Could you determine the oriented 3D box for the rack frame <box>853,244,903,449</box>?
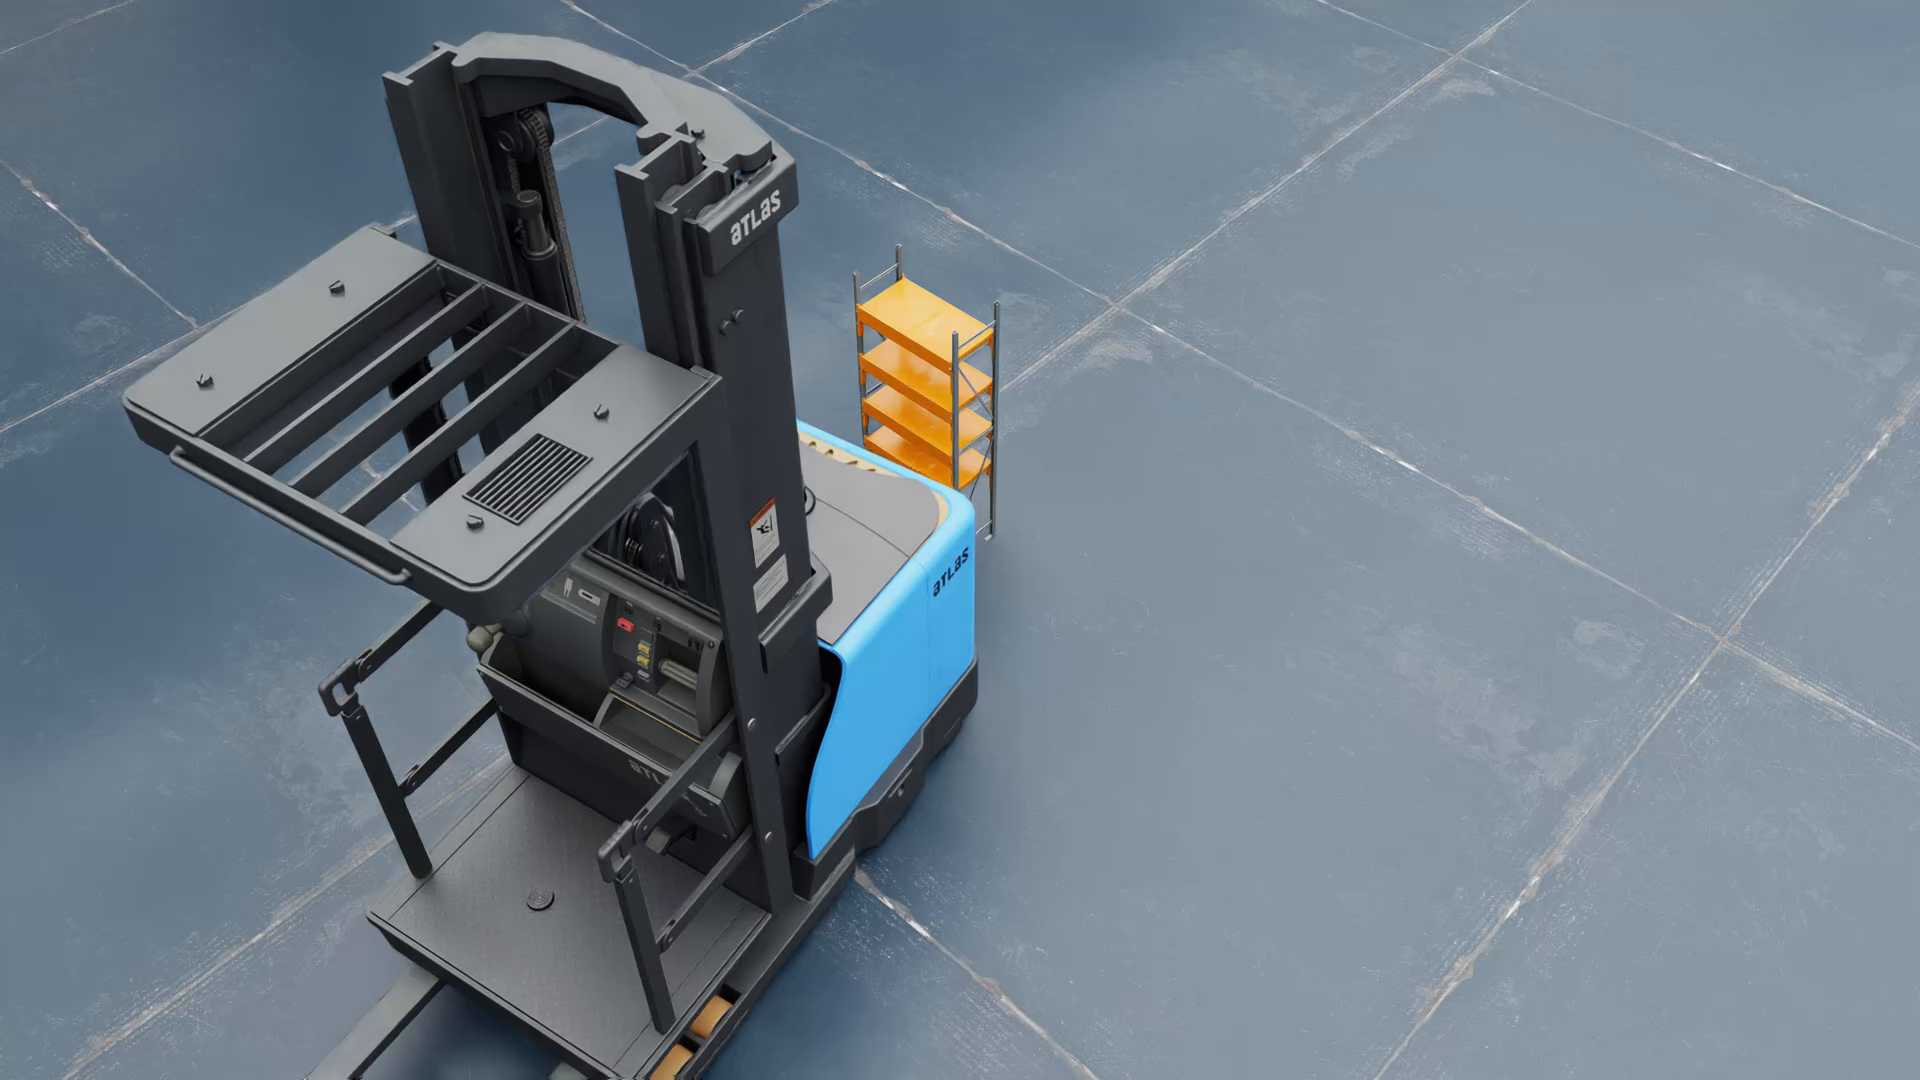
[{"bbox_3d":[-0.301,-0.613,6.503,0.015,1.200,0.240,34,55,28],"label":"rack frame"}]

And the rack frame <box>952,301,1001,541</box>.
[{"bbox_3d":[0.058,-0.372,6.276,0.015,1.200,0.240,34,55,28],"label":"rack frame"}]

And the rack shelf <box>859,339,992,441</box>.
[{"bbox_3d":[-0.122,-0.600,6.275,0.480,0.148,0.258,34,55,28],"label":"rack shelf"}]

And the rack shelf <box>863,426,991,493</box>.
[{"bbox_3d":[-0.122,-0.311,6.583,0.480,0.148,0.258,34,55,28],"label":"rack shelf"}]

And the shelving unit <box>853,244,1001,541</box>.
[{"bbox_3d":[-0.122,-0.493,6.389,0.503,1.200,0.258,34,55,28],"label":"shelving unit"}]

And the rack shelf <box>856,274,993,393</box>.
[{"bbox_3d":[-0.122,-0.762,6.103,0.480,0.148,0.258,34,55,28],"label":"rack shelf"}]

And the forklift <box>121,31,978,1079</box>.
[{"bbox_3d":[-1.147,0.320,4.439,1.130,2.935,3.031,25,52,21],"label":"forklift"}]

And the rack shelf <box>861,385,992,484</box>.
[{"bbox_3d":[-0.122,-0.446,6.438,0.480,0.148,0.258,34,55,28],"label":"rack shelf"}]
